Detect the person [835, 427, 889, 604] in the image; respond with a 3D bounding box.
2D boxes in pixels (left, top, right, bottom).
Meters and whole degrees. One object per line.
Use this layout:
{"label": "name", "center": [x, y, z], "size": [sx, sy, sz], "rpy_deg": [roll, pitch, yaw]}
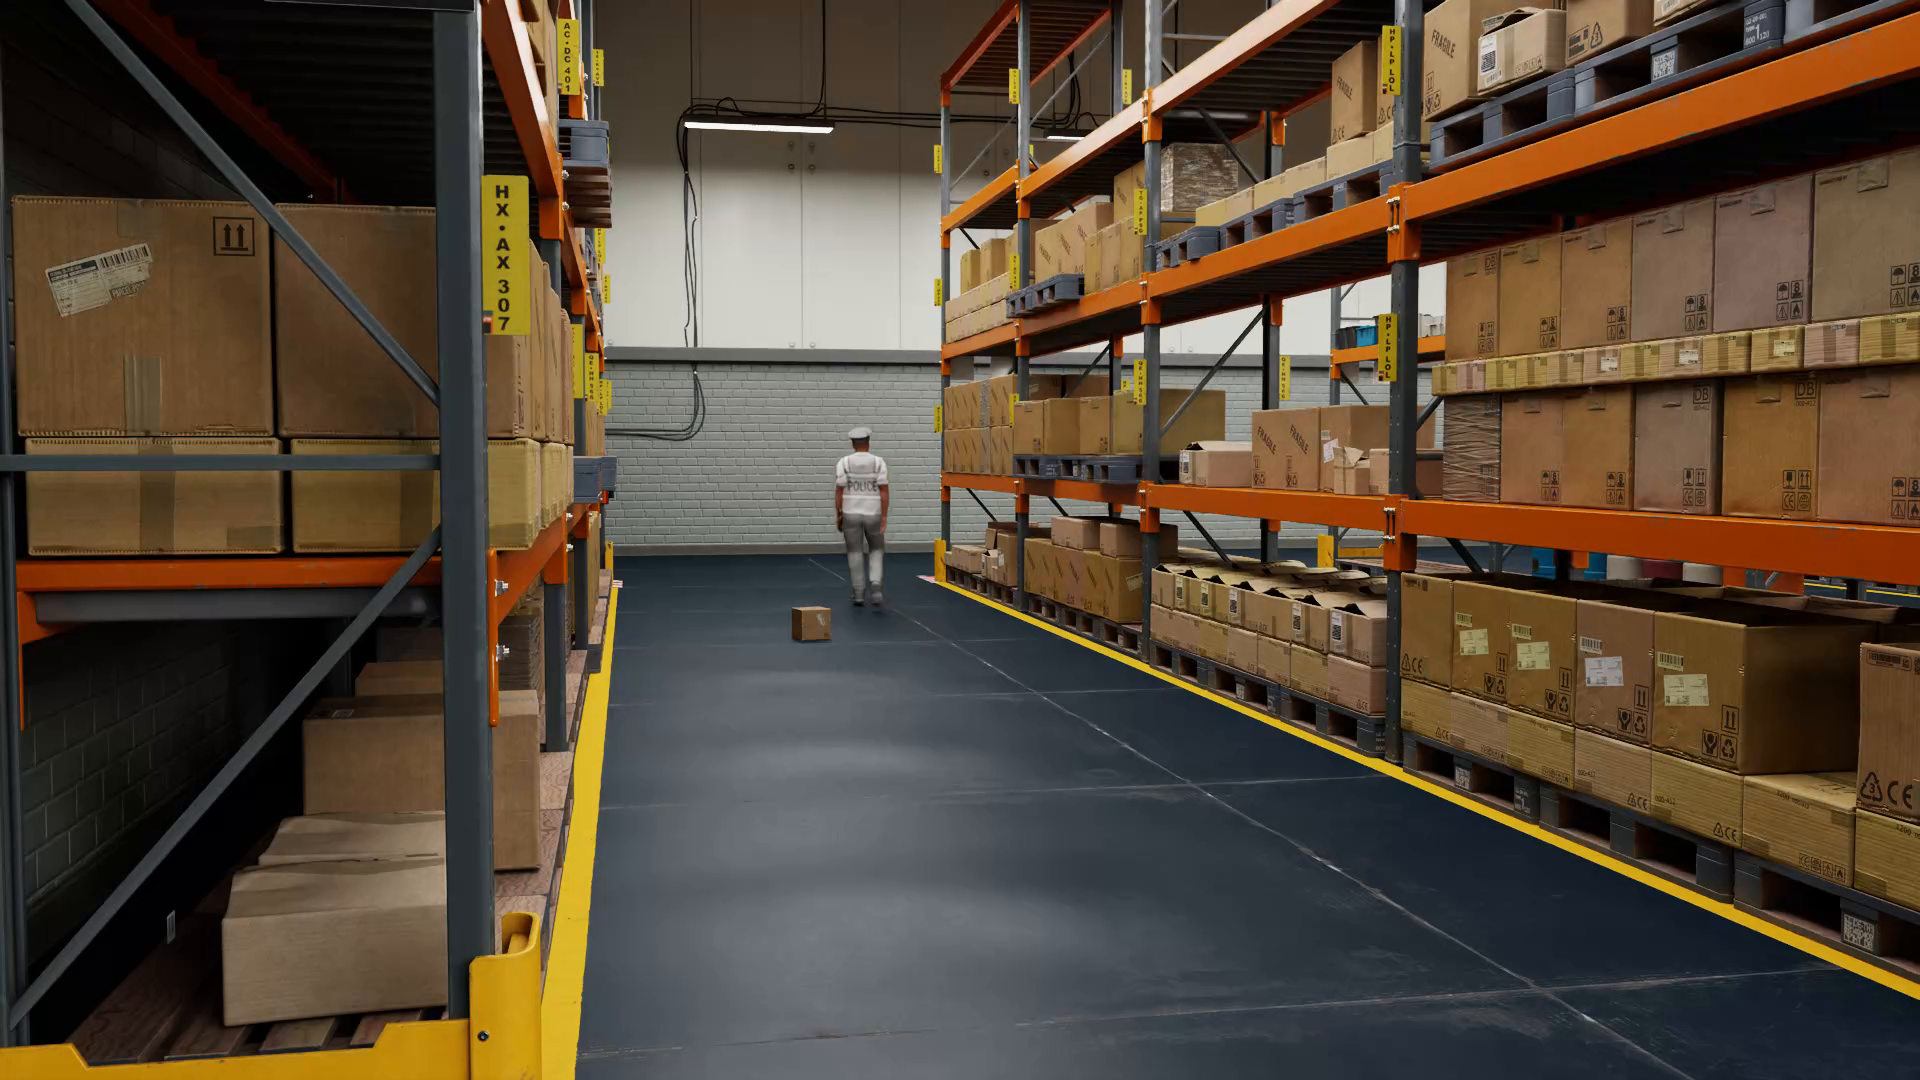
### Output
{"label": "person", "center": [-0.992, -0.234, 16.776], "size": [0.530, 1.804, 0.457], "rpy_deg": [0, 3, -8]}
